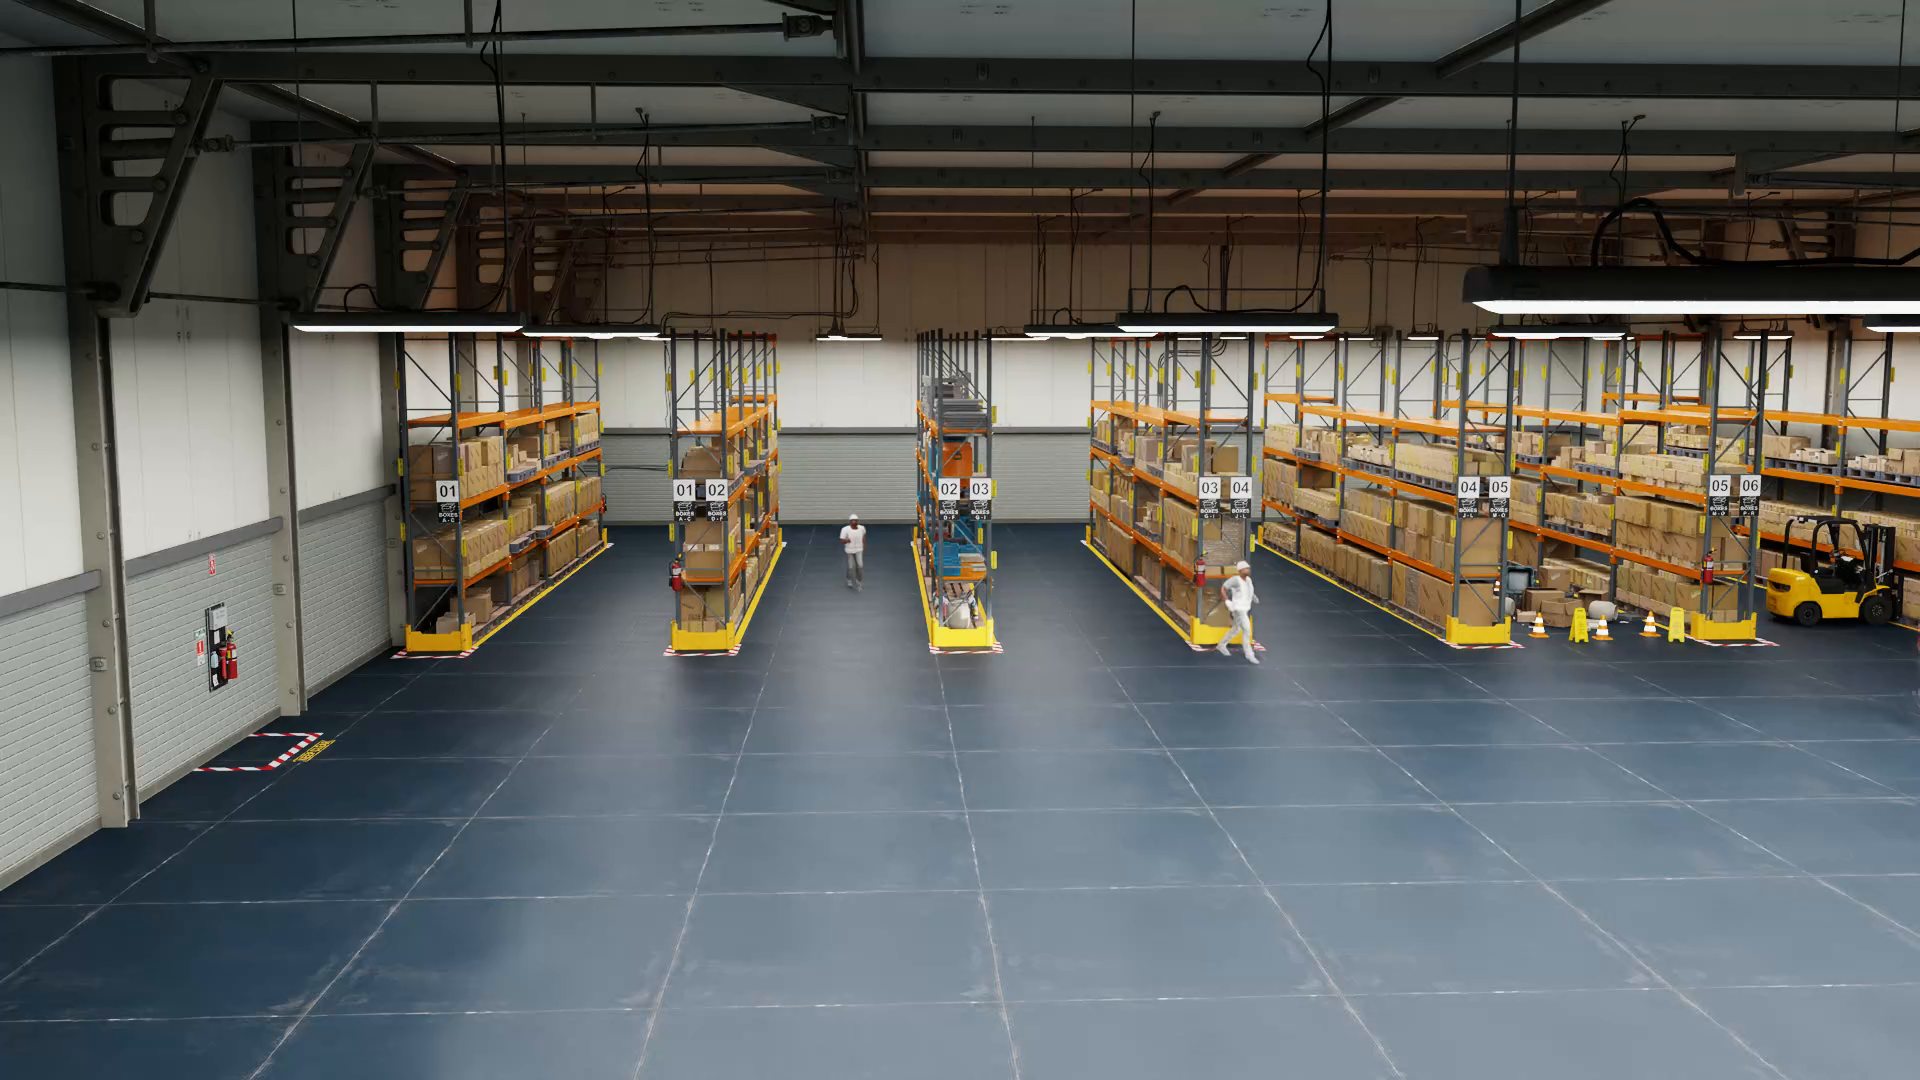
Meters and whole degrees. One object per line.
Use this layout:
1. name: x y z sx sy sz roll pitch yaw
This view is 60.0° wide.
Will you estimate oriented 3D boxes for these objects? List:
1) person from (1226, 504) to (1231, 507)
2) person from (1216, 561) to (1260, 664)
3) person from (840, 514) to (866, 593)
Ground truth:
1. person: 7.434 -0.589 46.634 0.603 1.638 0.924 1 7 5
2. person: 5.090 1.284 30.187 0.915 1.810 0.693 4 8 33
3. person: -2.473 0.294 38.652 0.635 1.815 0.841 -1 7 -12
